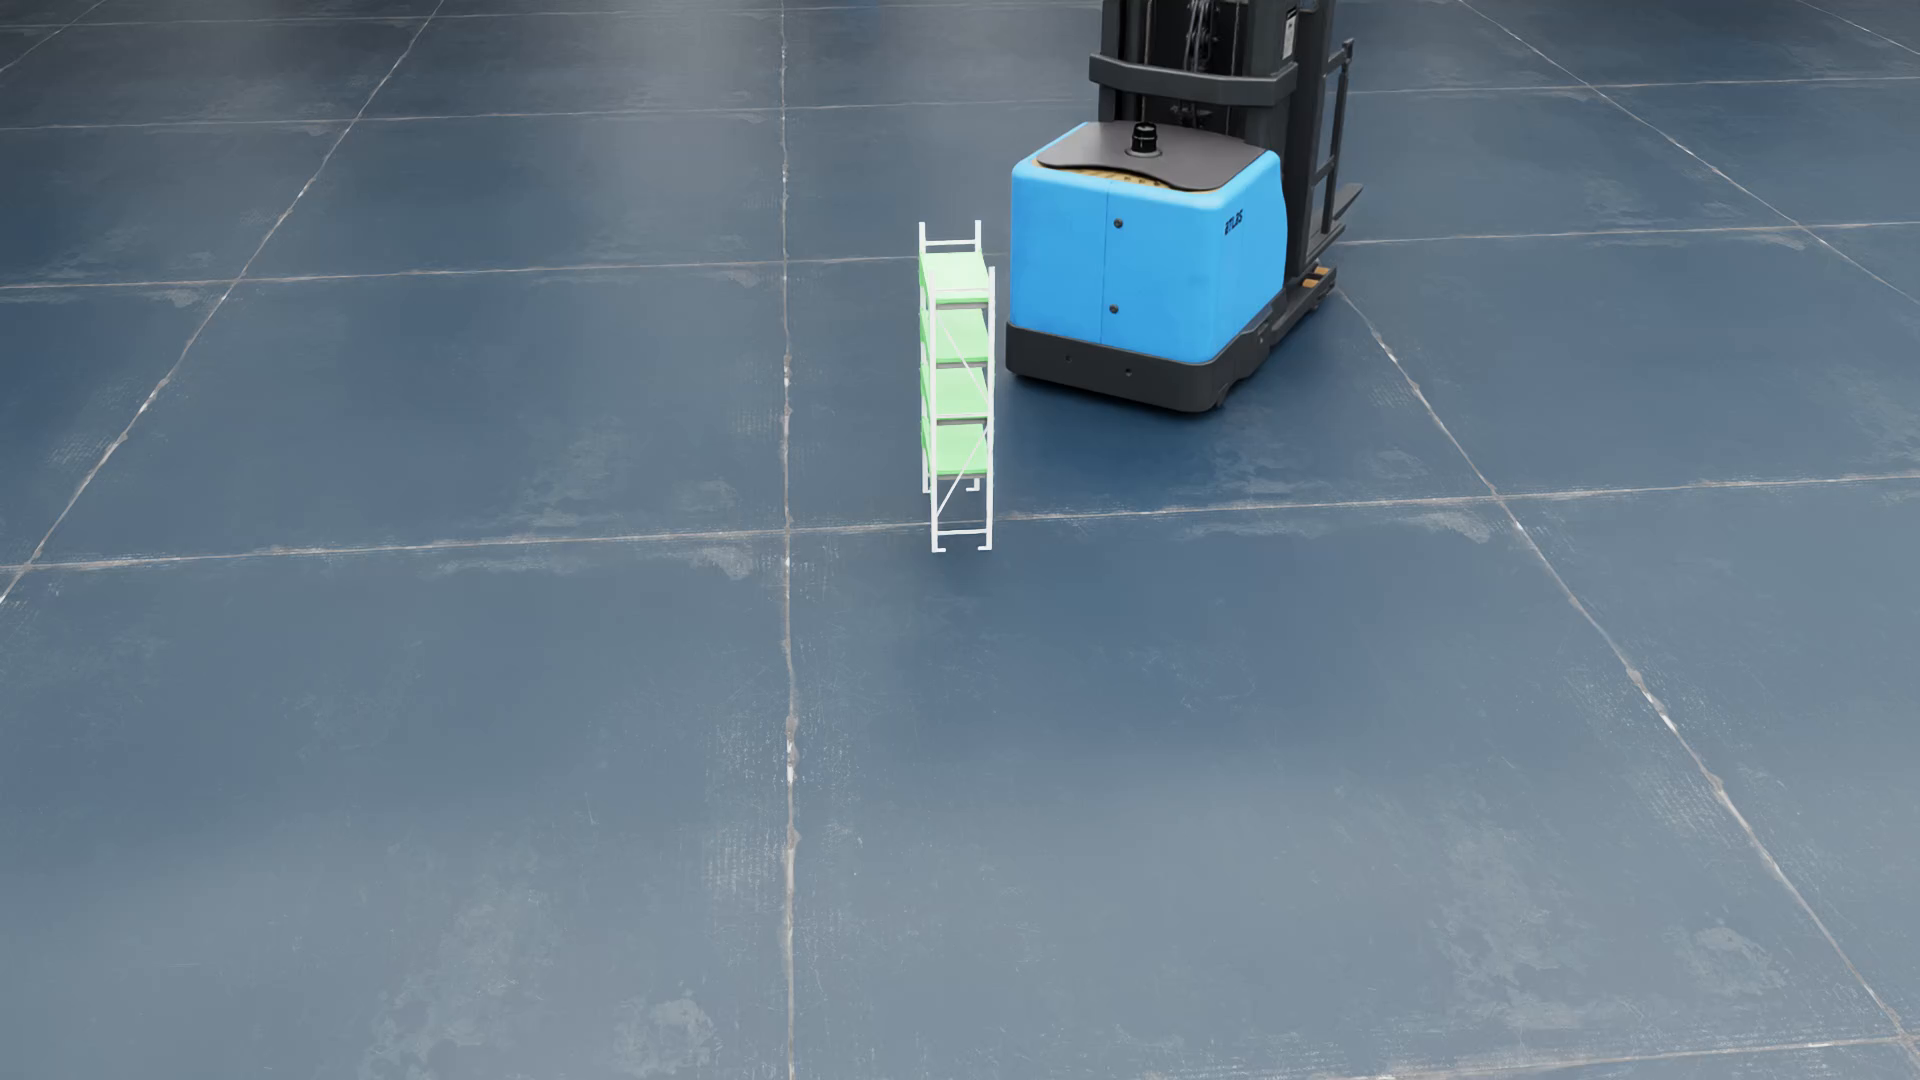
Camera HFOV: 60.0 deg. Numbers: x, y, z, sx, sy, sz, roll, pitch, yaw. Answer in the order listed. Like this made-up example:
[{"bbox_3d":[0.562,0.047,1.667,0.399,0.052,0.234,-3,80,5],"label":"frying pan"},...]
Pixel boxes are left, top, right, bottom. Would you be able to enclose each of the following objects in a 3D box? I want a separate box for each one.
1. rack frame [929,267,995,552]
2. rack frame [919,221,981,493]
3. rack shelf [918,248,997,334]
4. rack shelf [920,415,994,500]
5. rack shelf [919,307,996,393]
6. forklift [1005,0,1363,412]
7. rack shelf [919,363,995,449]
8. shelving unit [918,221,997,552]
[{"bbox_3d":[0.007,-0.475,6.375,0.240,1.200,0.015,-3,31,-5],"label":"rack frame"},{"bbox_3d":[-0.038,-0.724,6.792,0.240,1.200,0.015,-3,31,-5],"label":"rack frame"},{"bbox_3d":[-0.015,-0.957,6.370,0.258,0.148,0.480,-3,31,-5],"label":"rack shelf"},{"bbox_3d":[-0.015,-0.339,6.740,0.258,0.148,0.480,-3,31,-5],"label":"rack shelf"},{"bbox_3d":[-0.015,-0.751,6.494,0.258,0.148,0.480,-3,31,-5],"label":"rack shelf"},{"bbox_3d":[1.365,-2.569,8.192,1.130,2.935,3.031,16,34,24],"label":"forklift"},{"bbox_3d":[-0.015,-0.545,6.617,0.258,0.148,0.480,-3,31,-5],"label":"rack shelf"},{"bbox_3d":[-0.015,-0.600,6.584,0.258,1.200,0.503,-3,31,-5],"label":"shelving unit"}]
